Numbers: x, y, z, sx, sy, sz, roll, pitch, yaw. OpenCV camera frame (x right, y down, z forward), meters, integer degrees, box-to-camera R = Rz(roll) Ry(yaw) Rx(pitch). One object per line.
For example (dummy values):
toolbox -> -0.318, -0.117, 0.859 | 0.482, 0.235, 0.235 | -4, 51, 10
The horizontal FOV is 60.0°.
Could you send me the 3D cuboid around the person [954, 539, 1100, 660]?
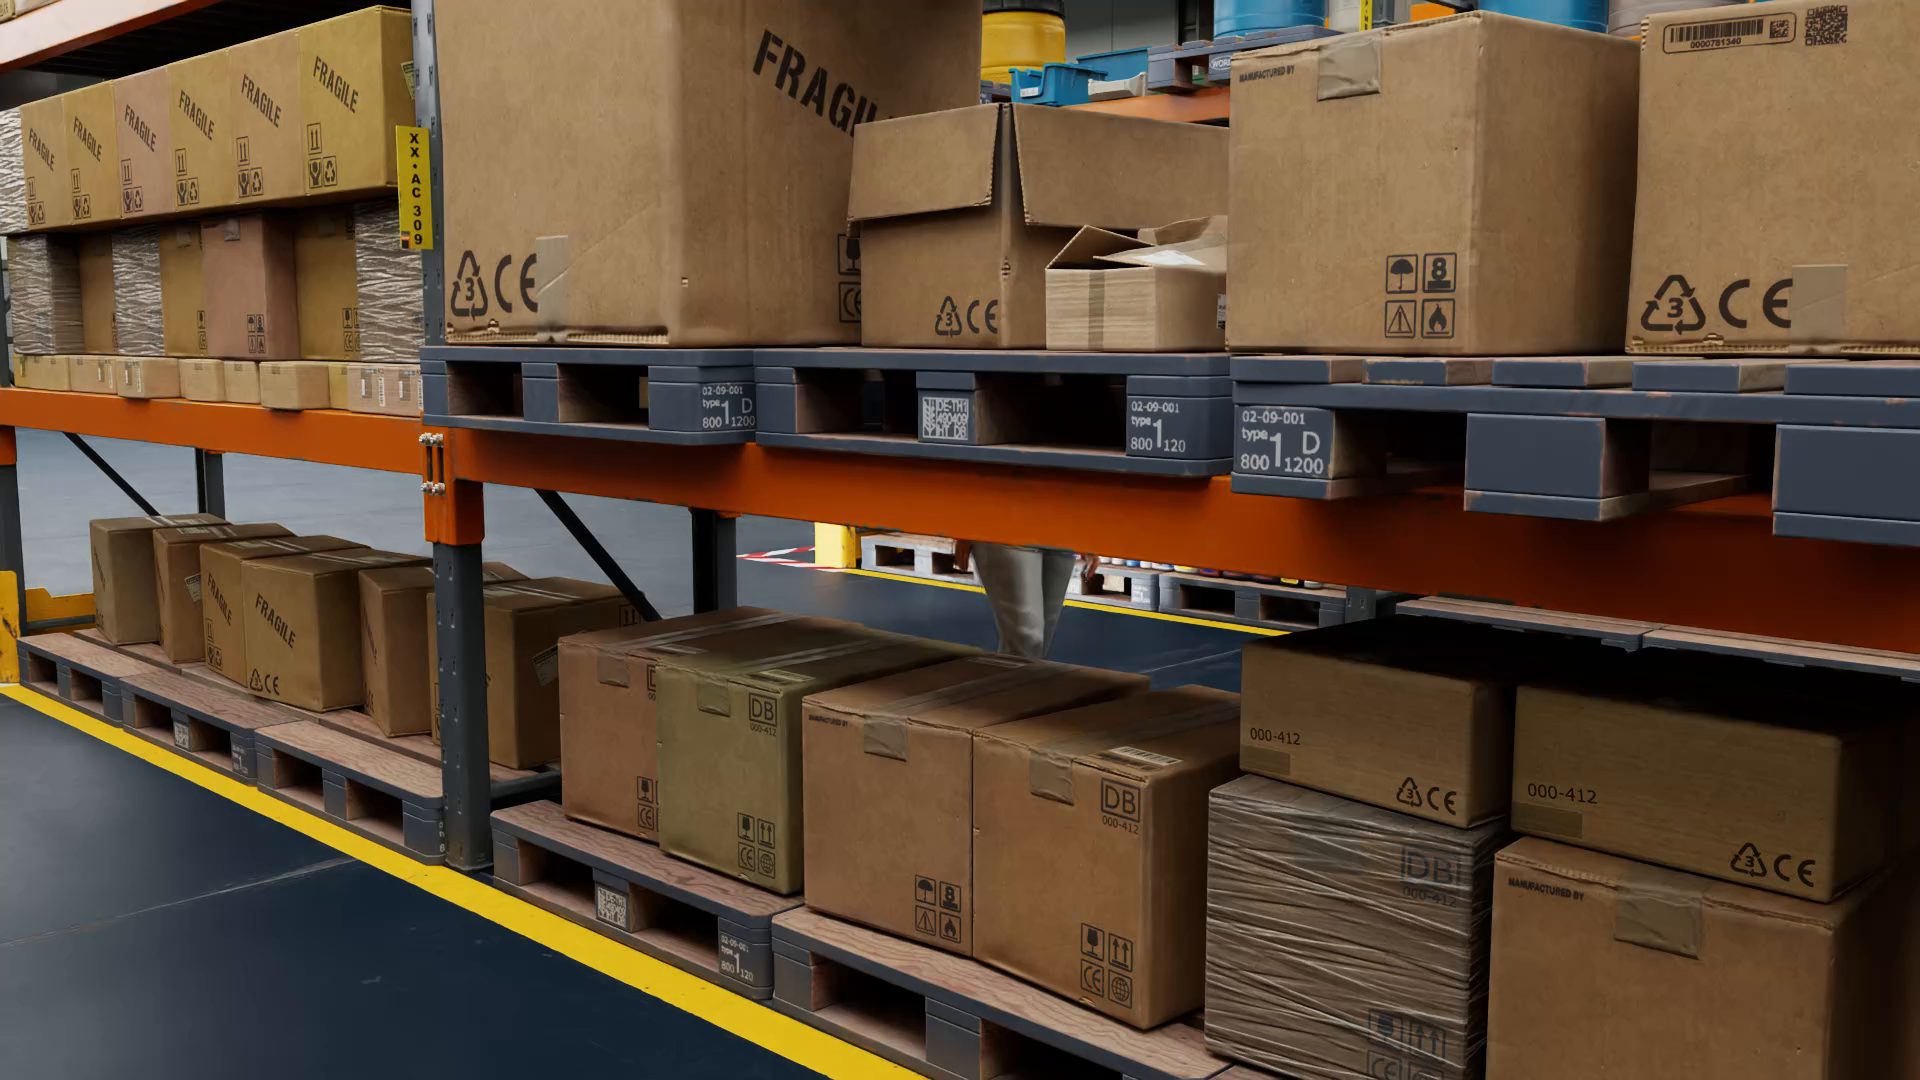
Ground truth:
person -> 0.257, 0.008, 5.853 | 0.507, 1.706, 0.566 | -5, 8, -32
